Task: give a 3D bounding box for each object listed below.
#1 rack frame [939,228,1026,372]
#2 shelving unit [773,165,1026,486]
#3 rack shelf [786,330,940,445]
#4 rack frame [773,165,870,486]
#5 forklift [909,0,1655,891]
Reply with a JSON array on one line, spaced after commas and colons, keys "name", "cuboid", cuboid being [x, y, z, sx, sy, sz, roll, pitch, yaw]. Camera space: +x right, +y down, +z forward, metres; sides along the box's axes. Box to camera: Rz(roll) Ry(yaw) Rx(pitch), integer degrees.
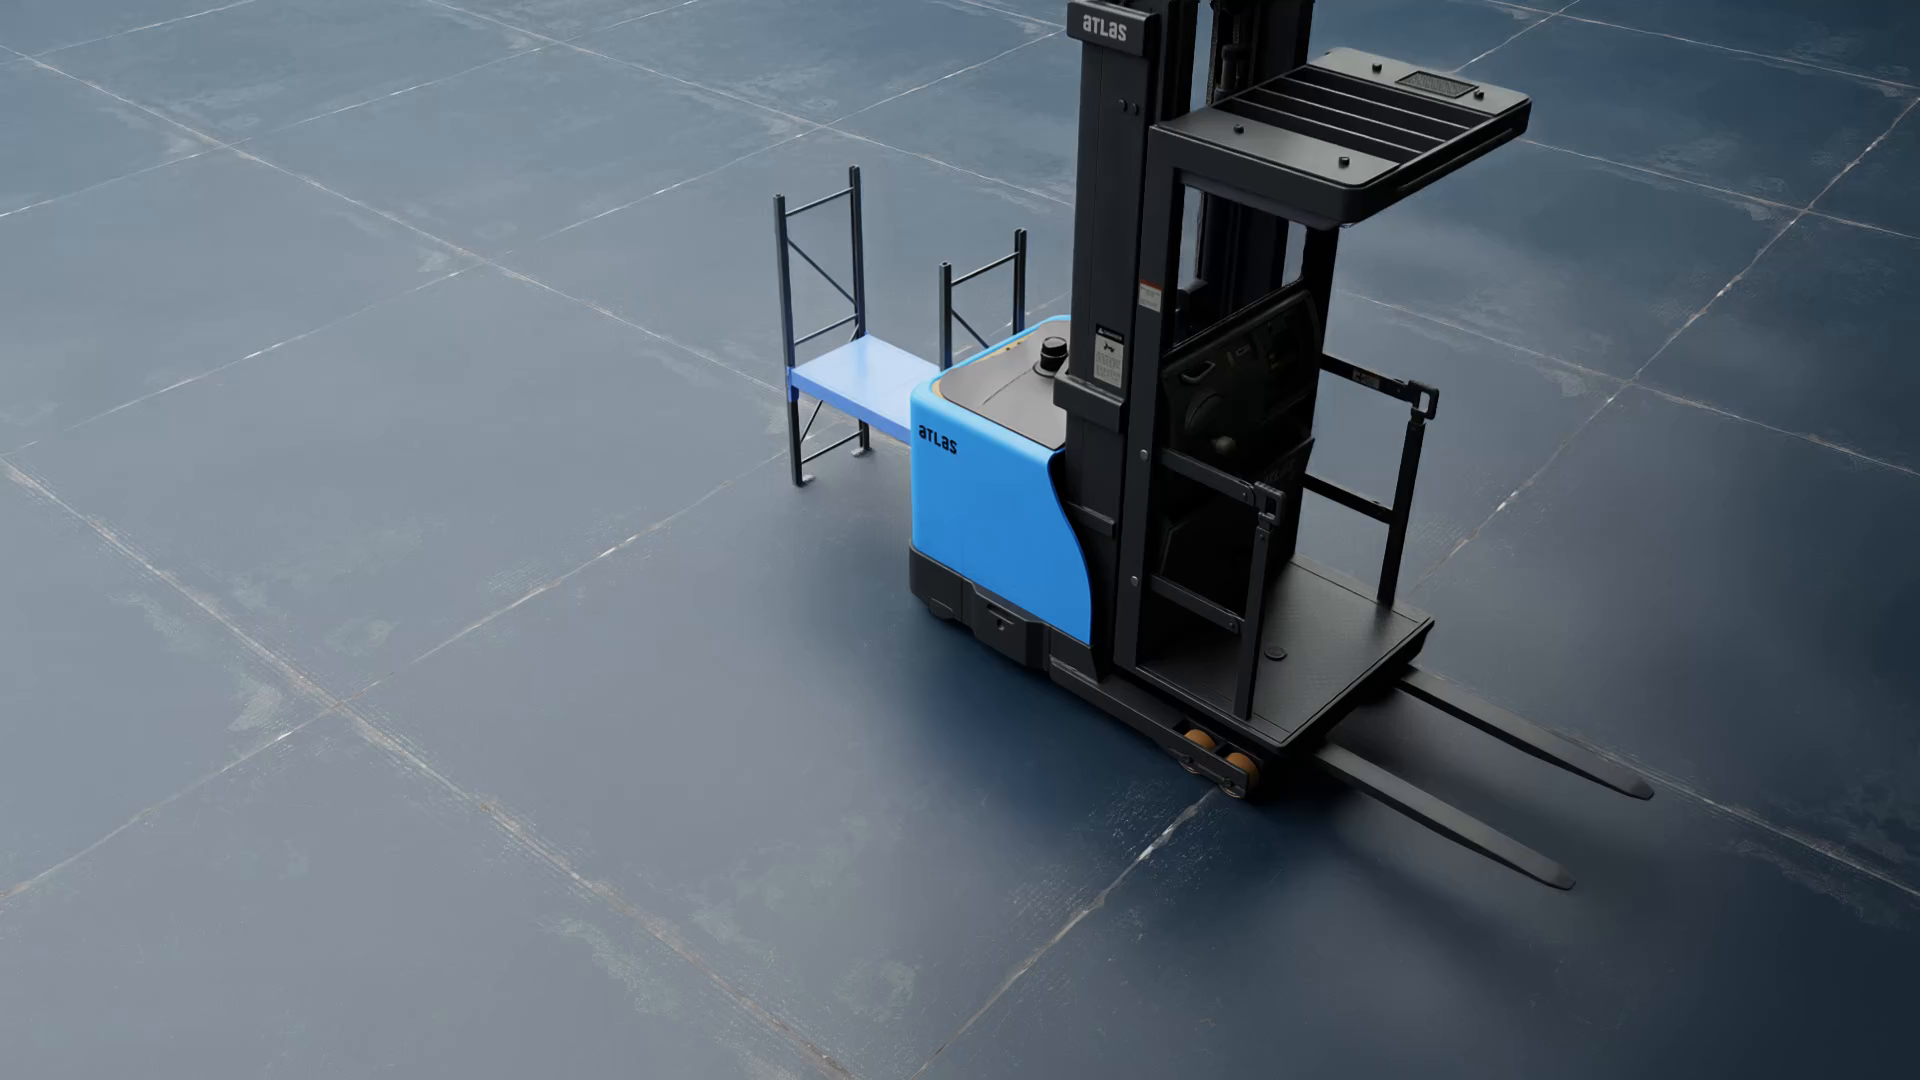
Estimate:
[{"name": "rack frame", "cuboid": [0.097, -0.592, 7.288, 0.032, 1.500, 0.500, 28, 43, 35]}, {"name": "shelving unit", "cuboid": [-0.271, -0.791, 7.577, 1.048, 1.500, 0.538, 28, 43, 35]}, {"name": "rack shelf", "cuboid": [-0.271, -0.642, 7.678, 1.000, 0.185, 0.538, 28, 43, 35]}, {"name": "rack frame", "cuboid": [-0.640, -0.989, 7.865, 0.032, 1.500, 0.500, 28, 43, 35]}, {"name": "forklift", "cuboid": [1.194, -0.566, 5.985, 3.031, 2.935, 1.130, 28, 43, 35]}]
